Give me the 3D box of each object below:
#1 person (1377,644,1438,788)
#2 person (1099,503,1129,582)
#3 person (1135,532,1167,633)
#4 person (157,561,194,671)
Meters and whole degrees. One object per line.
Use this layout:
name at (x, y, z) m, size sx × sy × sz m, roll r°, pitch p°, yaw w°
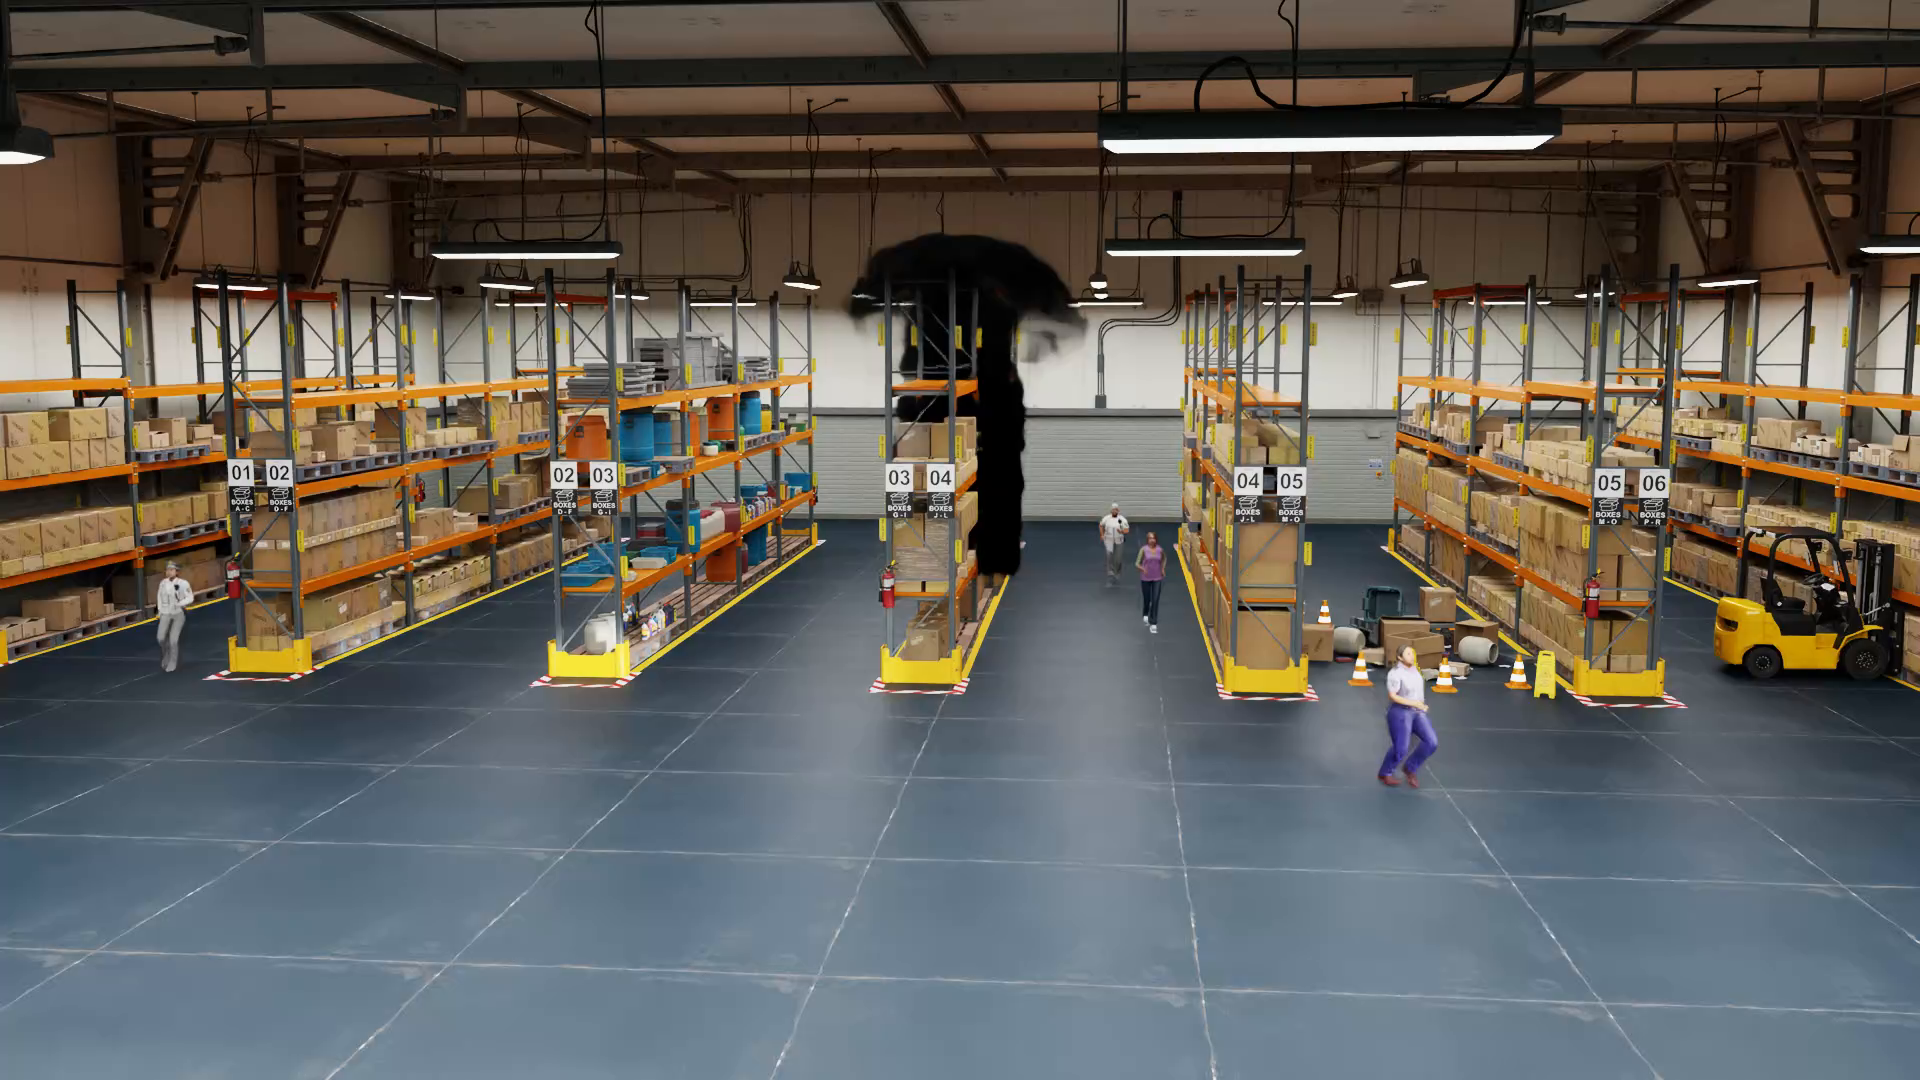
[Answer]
person at (4.992, 1.966, 18.540) m, size 0.614 × 1.632 × 0.653 m, roll -5°, pitch 9°, yaw -38°
person at (3.110, 0.068, 33.541) m, size 0.601 × 1.628 × 0.934 m, roll 0°, pitch 7°, yaw 2°
person at (3.097, 0.662, 26.868) m, size 0.539 × 1.599 × 0.754 m, roll 0°, pitch 7°, yaw -3°
person at (-11.912, 1.147, 25.140) m, size 0.599 × 1.678 × 0.504 m, roll 0°, pitch 7°, yaw -1°
